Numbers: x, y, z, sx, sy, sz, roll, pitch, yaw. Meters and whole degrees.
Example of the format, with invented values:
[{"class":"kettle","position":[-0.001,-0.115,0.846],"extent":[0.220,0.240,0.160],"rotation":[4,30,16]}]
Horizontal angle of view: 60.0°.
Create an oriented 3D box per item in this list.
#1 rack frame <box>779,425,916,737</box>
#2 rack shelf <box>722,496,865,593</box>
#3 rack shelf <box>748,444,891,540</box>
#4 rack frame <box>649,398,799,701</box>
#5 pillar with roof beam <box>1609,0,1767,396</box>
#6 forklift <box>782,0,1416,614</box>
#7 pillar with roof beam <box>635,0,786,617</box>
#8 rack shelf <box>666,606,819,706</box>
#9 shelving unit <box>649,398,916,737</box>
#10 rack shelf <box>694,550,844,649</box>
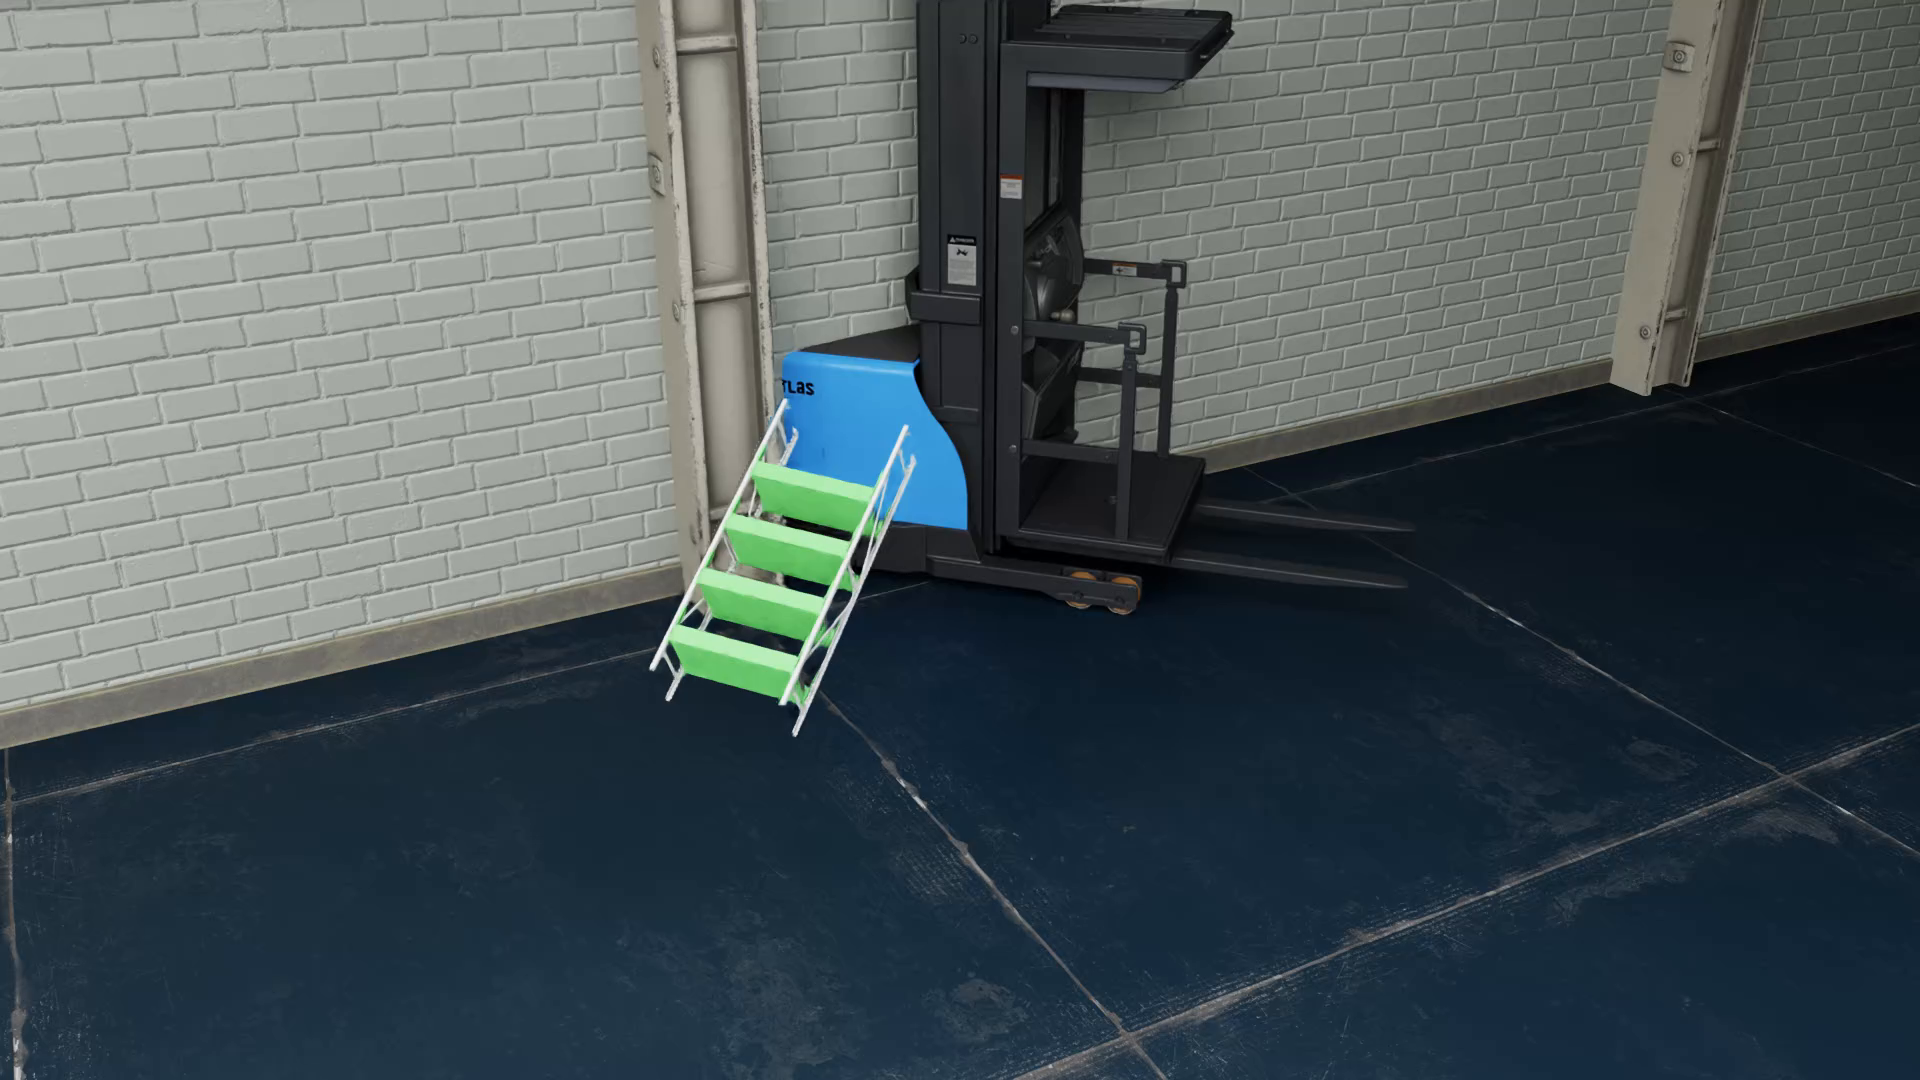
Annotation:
[{"class":"rack frame","position":[-0.384,0.127,5.928],"extent":[0.015,0.240,1.200],"rotation":[13,60,15]},{"class":"rack shelf","position":[-0.592,0.021,6.024],"extent":[0.480,0.258,0.148],"rotation":[13,60,15]},{"class":"rack shelf","position":[-0.512,-0.173,6.141],"extent":[0.480,0.258,0.148],"rotation":[13,60,15]},{"class":"rack frame","position":[-0.841,0.018,6.058],"extent":[0.015,0.240,1.200],"rotation":[13,60,15]},{"class":"pillar with roof beam","position":[6.271,-3.382,4.897],"extent":[0.400,9.000,9.100],"rotation":[-13,29,-25]},{"class":"forklift","position":[0.614,-1.241,7.448],"extent":[3.031,2.935,1.130],"rotation":[7,27,15]},{"class":"pillar with roof beam","position":[0.977,-2.160,2.352],"extent":[0.400,9.000,9.100],"rotation":[-13,29,-25]},{"class":"rack shelf","position":[-0.750,0.409,5.790],"extent":[0.480,0.258,0.148],"rotation":[13,60,15]},{"class":"shelving unit","position":[-0.613,0.072,5.993],"extent":[0.503,0.258,1.200],"rotation":[13,60,15]},{"class":"rack shelf","position":[-0.671,0.215,5.907],"extent":[0.480,0.258,0.148],"rotation":[13,60,15]}]
